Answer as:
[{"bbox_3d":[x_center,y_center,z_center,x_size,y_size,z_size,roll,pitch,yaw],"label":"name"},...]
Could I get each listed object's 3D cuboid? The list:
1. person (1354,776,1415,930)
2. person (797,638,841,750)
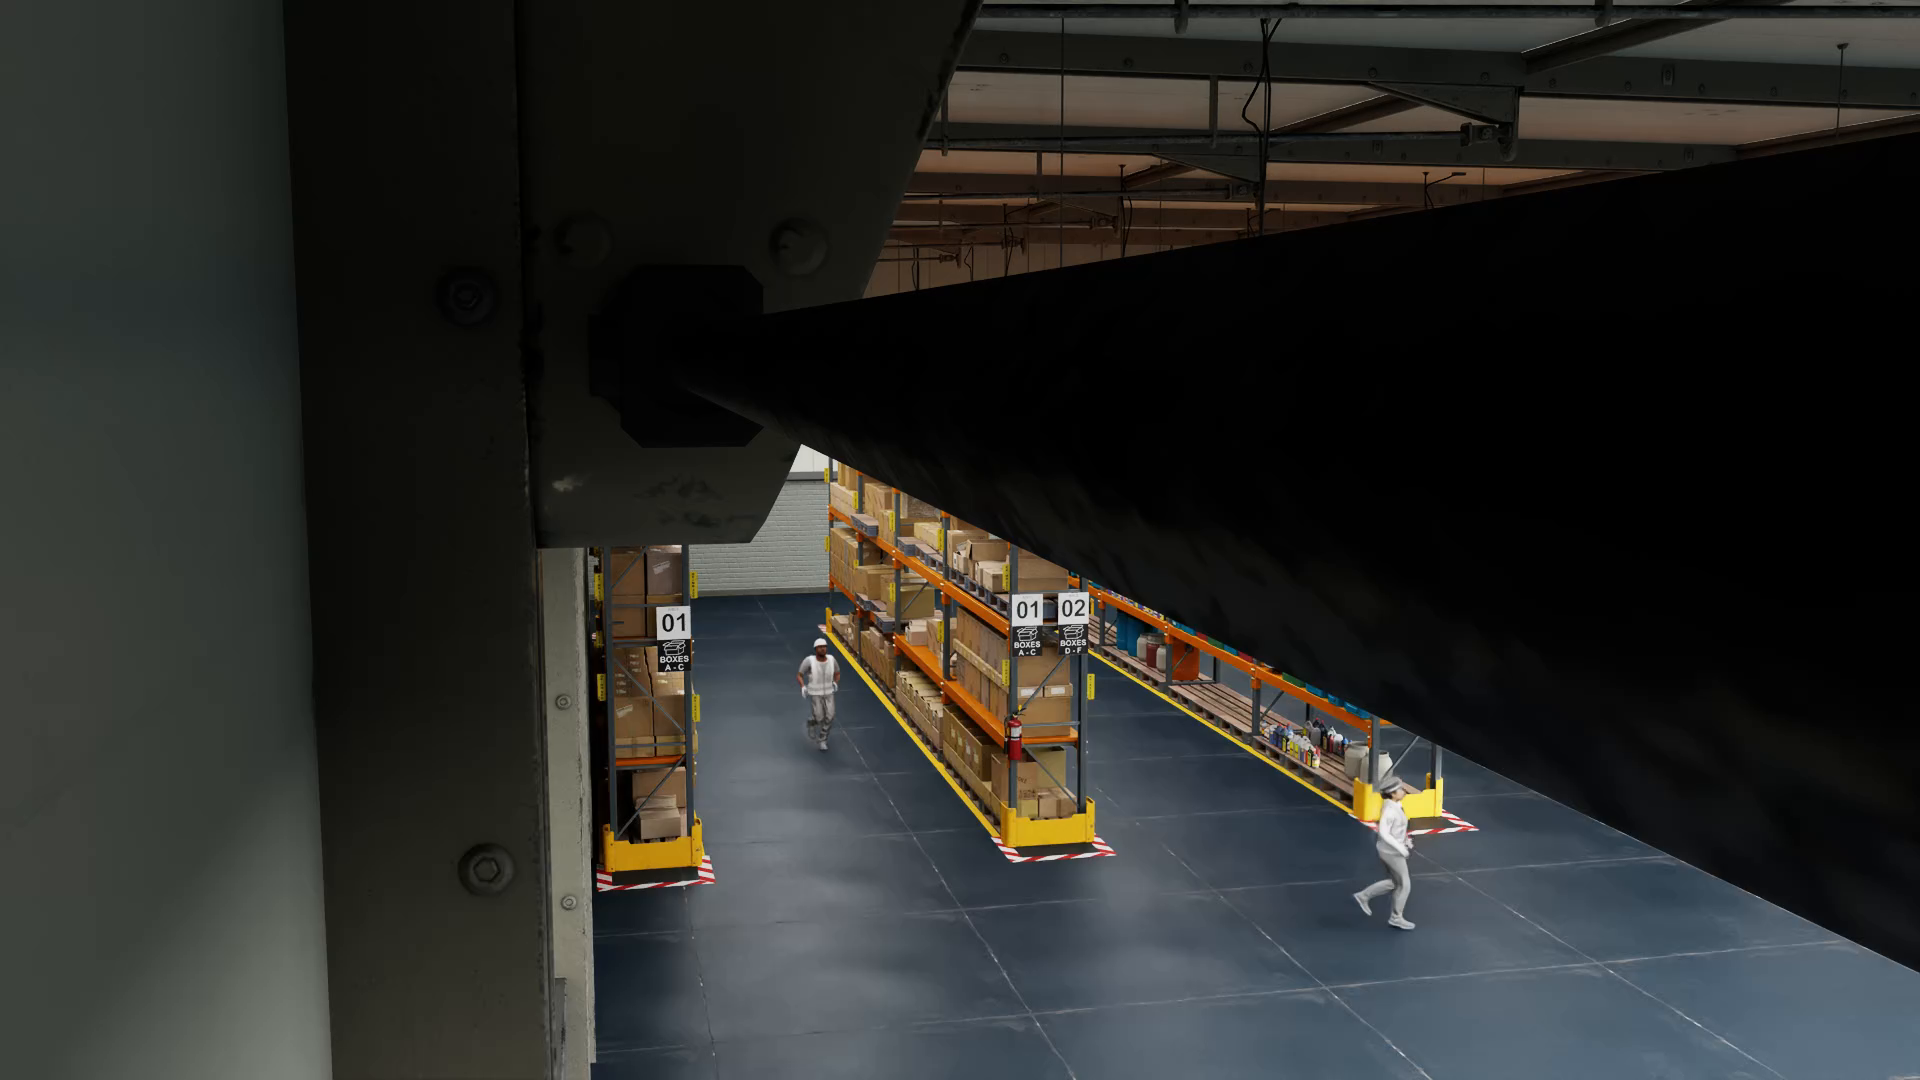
[{"bbox_3d":[4.618,3.377,18.003,0.656,1.680,0.627,1,7,11],"label":"person"},{"bbox_3d":[-2.137,2.395,25.804,0.687,1.733,0.492,-3,7,-23],"label":"person"}]
